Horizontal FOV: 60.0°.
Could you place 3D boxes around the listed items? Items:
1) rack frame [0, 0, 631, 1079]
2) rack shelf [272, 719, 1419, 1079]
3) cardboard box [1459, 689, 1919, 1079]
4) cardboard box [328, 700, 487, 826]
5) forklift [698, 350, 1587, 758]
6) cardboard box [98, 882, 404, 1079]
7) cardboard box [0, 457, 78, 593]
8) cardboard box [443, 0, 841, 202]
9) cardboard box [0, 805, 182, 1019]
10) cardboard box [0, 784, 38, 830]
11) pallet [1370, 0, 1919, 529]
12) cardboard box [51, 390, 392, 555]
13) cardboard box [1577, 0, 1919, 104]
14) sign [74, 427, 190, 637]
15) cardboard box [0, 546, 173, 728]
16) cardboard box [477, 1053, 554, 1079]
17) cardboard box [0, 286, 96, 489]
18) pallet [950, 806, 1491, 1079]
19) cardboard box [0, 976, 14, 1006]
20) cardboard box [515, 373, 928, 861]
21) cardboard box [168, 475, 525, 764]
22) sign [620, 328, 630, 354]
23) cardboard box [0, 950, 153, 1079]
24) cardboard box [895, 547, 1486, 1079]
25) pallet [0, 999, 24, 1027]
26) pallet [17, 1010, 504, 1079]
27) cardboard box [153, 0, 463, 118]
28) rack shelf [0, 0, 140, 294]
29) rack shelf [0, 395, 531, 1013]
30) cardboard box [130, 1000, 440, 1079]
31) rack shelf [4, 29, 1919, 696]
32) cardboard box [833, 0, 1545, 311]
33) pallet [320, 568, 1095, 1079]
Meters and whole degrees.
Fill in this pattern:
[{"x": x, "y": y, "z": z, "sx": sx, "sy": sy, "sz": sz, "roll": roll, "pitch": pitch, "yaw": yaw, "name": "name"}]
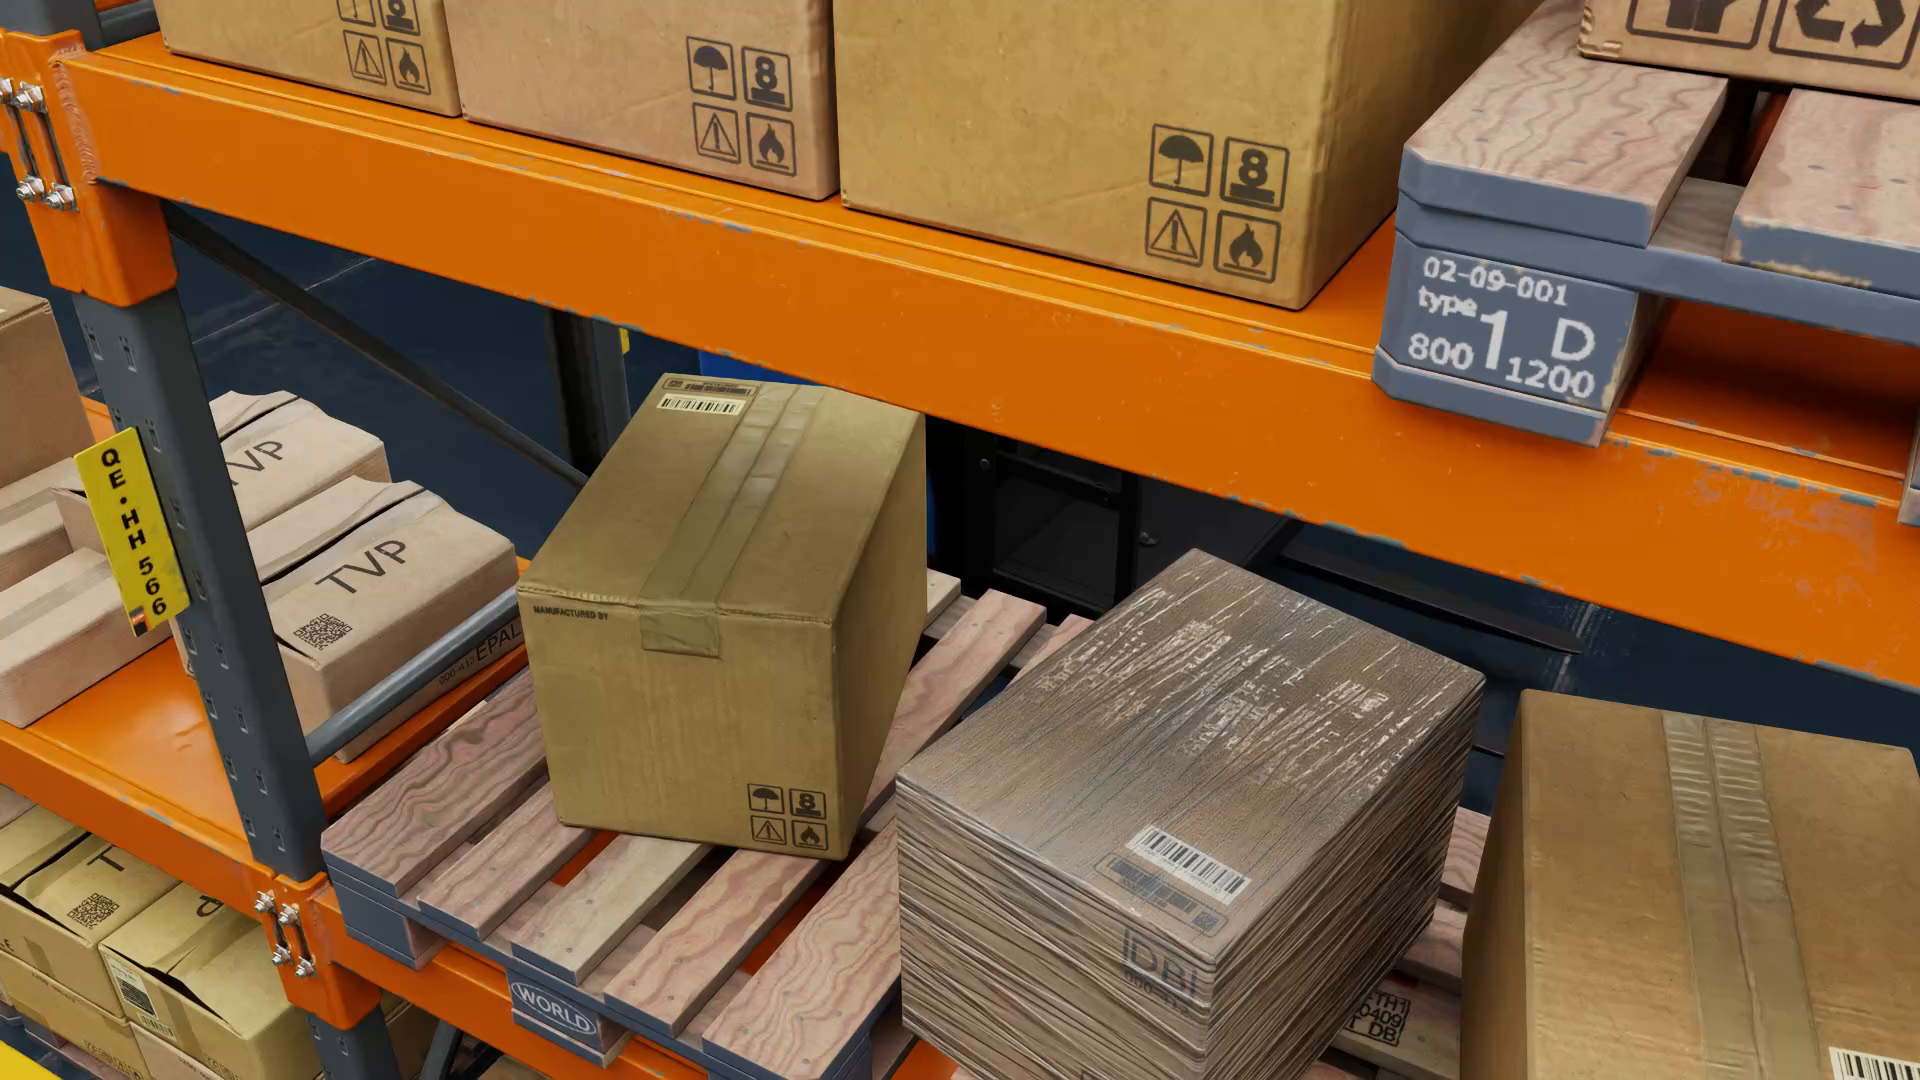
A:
[{"x": -0.974, "y": 0.206, "z": 3.235, "sx": 0.127, "sy": 3.000, "sz": 1.000, "roll": 18, "pitch": 37, "yaw": 24, "name": "rack frame"}, {"x": 0.763, "y": 1.055, "z": 2.608, "sx": 4.000, "sy": 0.370, "sz": 1.077, "roll": 18, "pitch": 37, "yaw": 24, "name": "rack shelf"}, {"x": 0.935, "y": 0.633, "z": 2.124, "sx": 0.500, "sy": 0.500, "sz": 0.700, "roll": 8, "pitch": 35, "yaw": 12, "name": "cardboard box"}, {"x": -1.283, "y": 0.657, "z": 4.154, "sx": 0.500, "sy": 0.311, "sz": 0.500, "roll": 19, "pitch": 38, "yaw": 26, "name": "cardboard box"}, {"x": 0.572, "y": -1.010, "z": 5.122, "sx": 3.031, "sy": 2.935, "sz": 1.130, "roll": 20, "pitch": 39, "yaw": 27, "name": "forklift"}, {"x": -1.551, "y": 0.916, "z": 3.763, "sx": 0.500, "sy": 0.311, "sz": 0.500, "roll": 19, "pitch": 38, "yaw": 26, "name": "cardboard box"}, {"x": -2.109, "y": -0.013, "z": 3.790, "sx": 0.250, "sy": 0.149, "sz": 0.380, "roll": 21, "pitch": 39, "yaw": 28, "name": "cardboard box"}, {"x": -0.135, "y": -0.840, "z": 2.009, "sx": 0.500, "sy": 0.500, "sz": 0.910, "roll": 18, "pitch": 37, "yaw": 24, "name": "cardboard box"}, {"x": -2.005, "y": 0.777, "z": 3.973, "sx": 0.500, "sy": 0.311, "sz": 0.500, "roll": 17, "pitch": 37, "yaw": 24, "name": "cardboard box"}, {"x": -2.442, "y": 0.637, "z": 4.184, "sx": 0.500, "sy": 0.311, "sz": 0.500, "roll": 17, "pitch": 37, "yaw": 24, "name": "cardboard box"}, {"x": 1.066, "y": -0.361, "z": 1.550, "sx": 1.003, "sy": 0.211, "sz": 1.213, "roll": 18, "pitch": 37, "yaw": 24, "name": "pallet"}, {"x": -1.654, "y": -0.096, "z": 3.769, "sx": 0.500, "sy": 0.311, "sz": 0.500, "roll": 17, "pitch": 37, "yaw": 24, "name": "cardboard box"}, {"x": 0.939, "y": -0.740, "z": 1.390, "sx": 0.600, "sy": 0.600, "sz": 0.600, "roll": 16, "pitch": 37, "yaw": 23, "name": "cardboard box"}, {"x": -1.246, "y": -0.008, "z": 2.511, "sx": 0.005, "sy": 0.325, "sz": 0.100, "roll": 18, "pitch": 37, "yaw": 24, "name": "sign"}, {"x": -1.892, "y": 0.196, "z": 3.476, "sx": 0.250, "sy": 0.149, "sz": 0.380, "roll": 18, "pitch": 37, "yaw": 24, "name": "cardboard box"}, {"x": -0.720, "y": 1.326, "z": 3.411, "sx": 0.500, "sy": 0.500, "sz": 0.500, "roll": 19, "pitch": 38, "yaw": 26, "name": "cardboard box"}, {"x": -2.439, "y": -0.289, "z": 3.888, "sx": 0.500, "sy": 0.500, "sz": 0.500, "roll": 16, "pitch": 37, "yaw": 22, "name": "cardboard box"}, {"x": 0.717, "y": 0.818, "z": 2.488, "sx": 1.213, "sy": 0.211, "sz": 1.003, "roll": 18, "pitch": 37, "yaw": 24, "name": "pallet"}, {"x": -2.436, "y": 0.868, "z": 4.342, "sx": 0.500, "sy": 0.250, "sz": 0.500, "roll": 18, "pitch": 38, "yaw": 25, "name": "cardboard box"}, {"x": -0.371, "y": 0.108, "z": 2.912, "sx": 0.500, "sy": 0.500, "sz": 0.700, "roll": 6, "pitch": 34, "yaw": 9, "name": "cardboard box"}, {"x": -1.268, "y": 0.122, "z": 3.441, "sx": 0.500, "sy": 0.311, "sz": 0.500, "roll": 20, "pitch": 39, "yaw": 27, "name": "cardboard box"}, {"x": -0.713, "y": -0.507, "z": 3.332, "sx": 0.005, "sy": 0.325, "sz": 0.100, "roll": 18, "pitch": 37, "yaw": 24, "name": "sign"}, {"x": -2.001, "y": 1.008, "z": 4.132, "sx": 0.500, "sy": 0.250, "sz": 0.500, "roll": 17, "pitch": 37, "yaw": 24, "name": "cardboard box"}, {"x": 0.328, "y": 0.452, "z": 2.396, "sx": 0.500, "sy": 0.500, "sz": 0.700, "roll": 25, "pitch": 41, "yaw": 33, "name": "cardboard box"}, {"x": -2.724, "y": 0.785, "z": 4.880, "sx": 1.213, "sy": 0.211, "sz": 1.003, "roll": 18, "pitch": 37, "yaw": 24, "name": "pallet"}, {"x": -1.669, "y": 1.121, "z": 4.376, "sx": 1.213, "sy": 0.211, "sz": 1.003, "roll": 18, "pitch": 37, "yaw": 24, "name": "pallet"}, {"x": -0.578, "y": -0.981, "z": 2.220, "sx": 0.500, "sy": 0.500, "sz": 0.910, "roll": 18, "pitch": 37, "yaw": 24, "name": "cardboard box"}, {"x": -2.710, "y": -1.293, "z": 3.429, "sx": 4.000, "sy": 0.370, "sz": 1.077, "roll": 18, "pitch": 37, "yaw": 24, "name": "rack shelf"}, {"x": -2.710, "y": -0.045, "z": 4.260, "sx": 4.000, "sy": 0.370, "sz": 1.077, "roll": 18, "pitch": 37, "yaw": 24, "name": "rack shelf"}, {"x": -1.552, "y": 1.148, "z": 3.921, "sx": 0.500, "sy": 0.250, "sz": 0.500, "roll": 19, "pitch": 38, "yaw": 25, "name": "cardboard box"}, {"x": 0.763, "y": -0.193, "z": 1.777, "sx": 4.000, "sy": 0.370, "sz": 1.077, "roll": 18, "pitch": 37, "yaw": 24, "name": "rack shelf"}, {"x": 0.316, "y": -0.697, "z": 1.794, "sx": 0.500, "sy": 0.500, "sz": 0.910, "roll": 18, "pitch": 37, "yaw": 24, "name": "cardboard box"}, {"x": -0.350, "y": 0.438, "z": 3.059, "sx": 1.003, "sy": 0.211, "sz": 1.213, "roll": 18, "pitch": 37, "yaw": 24, "name": "pallet"}]
